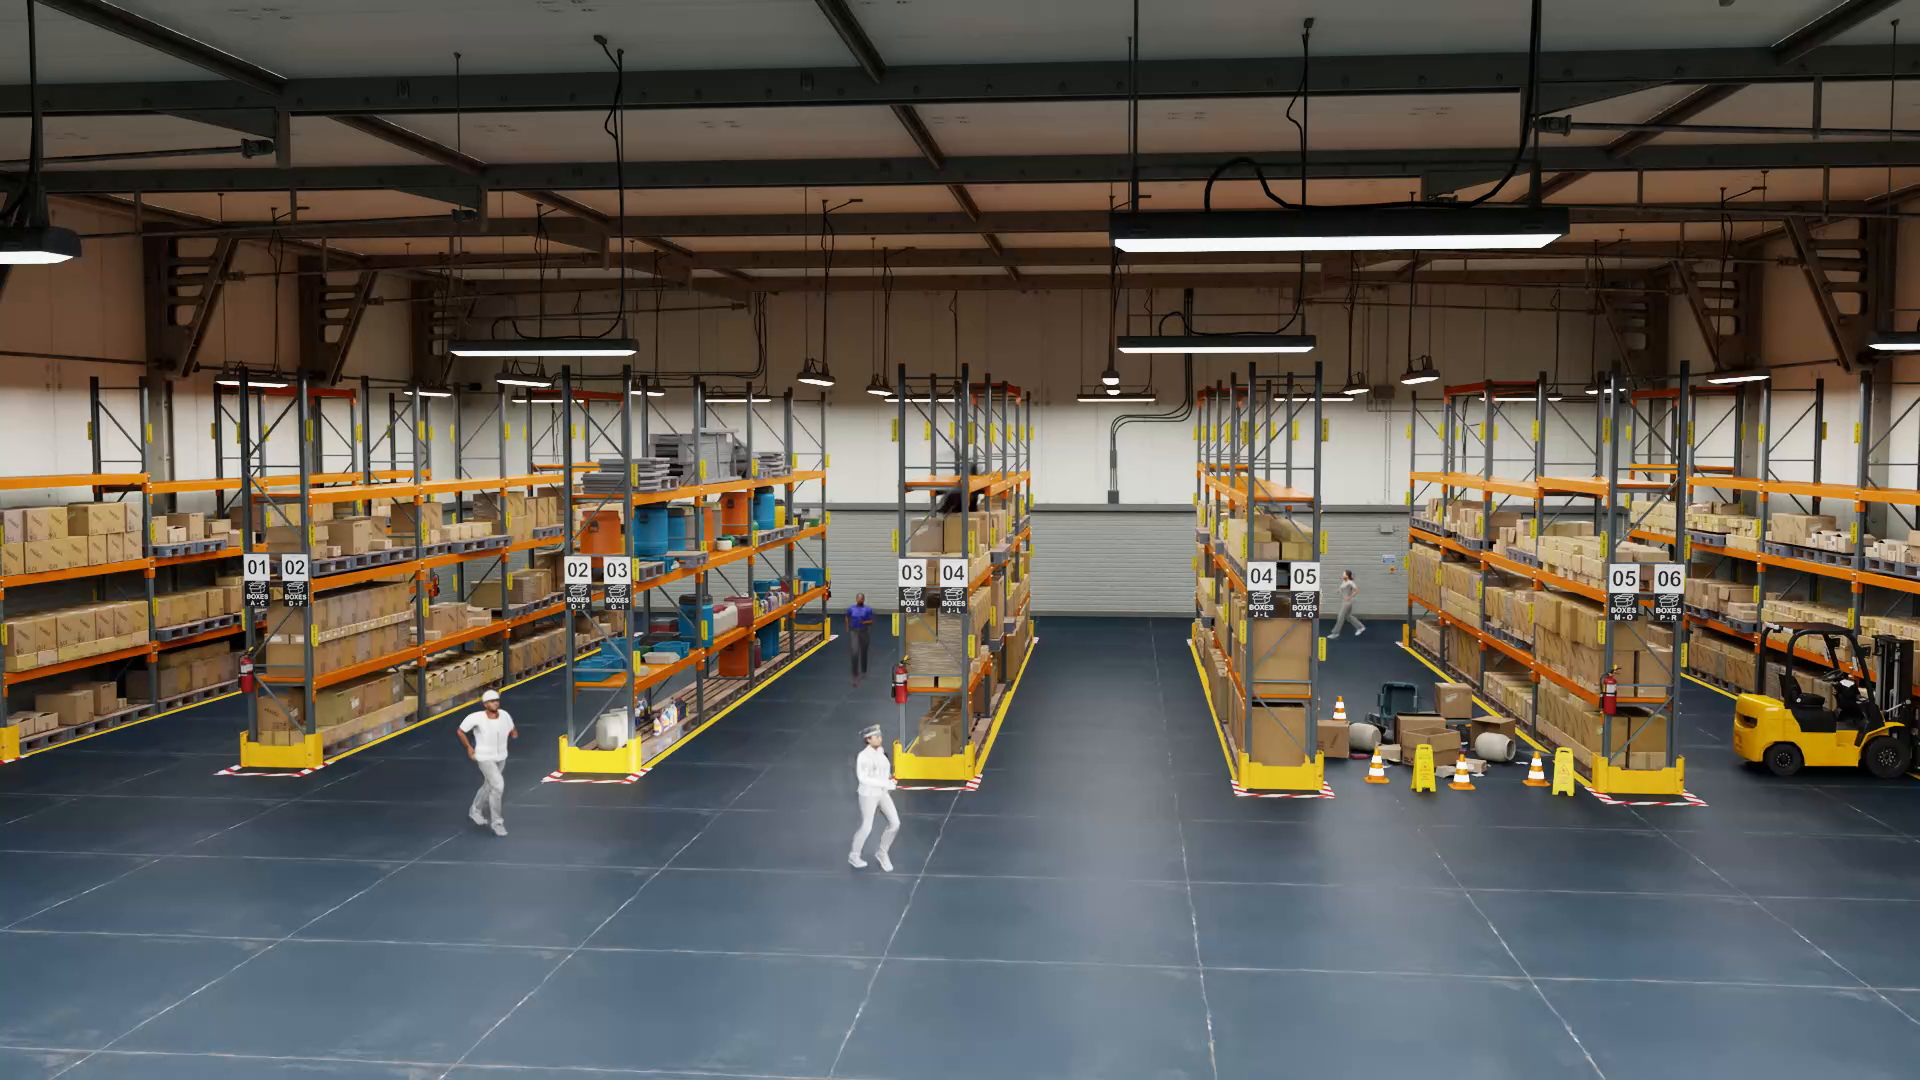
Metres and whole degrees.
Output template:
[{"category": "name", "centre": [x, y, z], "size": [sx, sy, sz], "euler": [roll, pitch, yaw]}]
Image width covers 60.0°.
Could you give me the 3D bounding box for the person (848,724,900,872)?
[{"category": "person", "centre": [-0.961, 2.945, 18.969], "size": [0.707, 1.722, 0.618], "euler": [3, 5, 37]}]

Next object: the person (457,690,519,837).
[{"category": "person", "centre": [-5.898, 2.786, 20.934], "size": [0.788, 1.831, 0.665], "euler": [2, 4, 34]}]

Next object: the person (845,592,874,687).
[{"category": "person", "centre": [-1.907, 1.874, 31.561], "size": [0.545, 1.760, 0.716], "euler": [0, 4, -3]}]

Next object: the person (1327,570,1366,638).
[{"category": "person", "centre": [9.419, 1.557, 40.430], "size": [0.965, 1.676, 0.575], "euler": [0, 4, 0]}]
